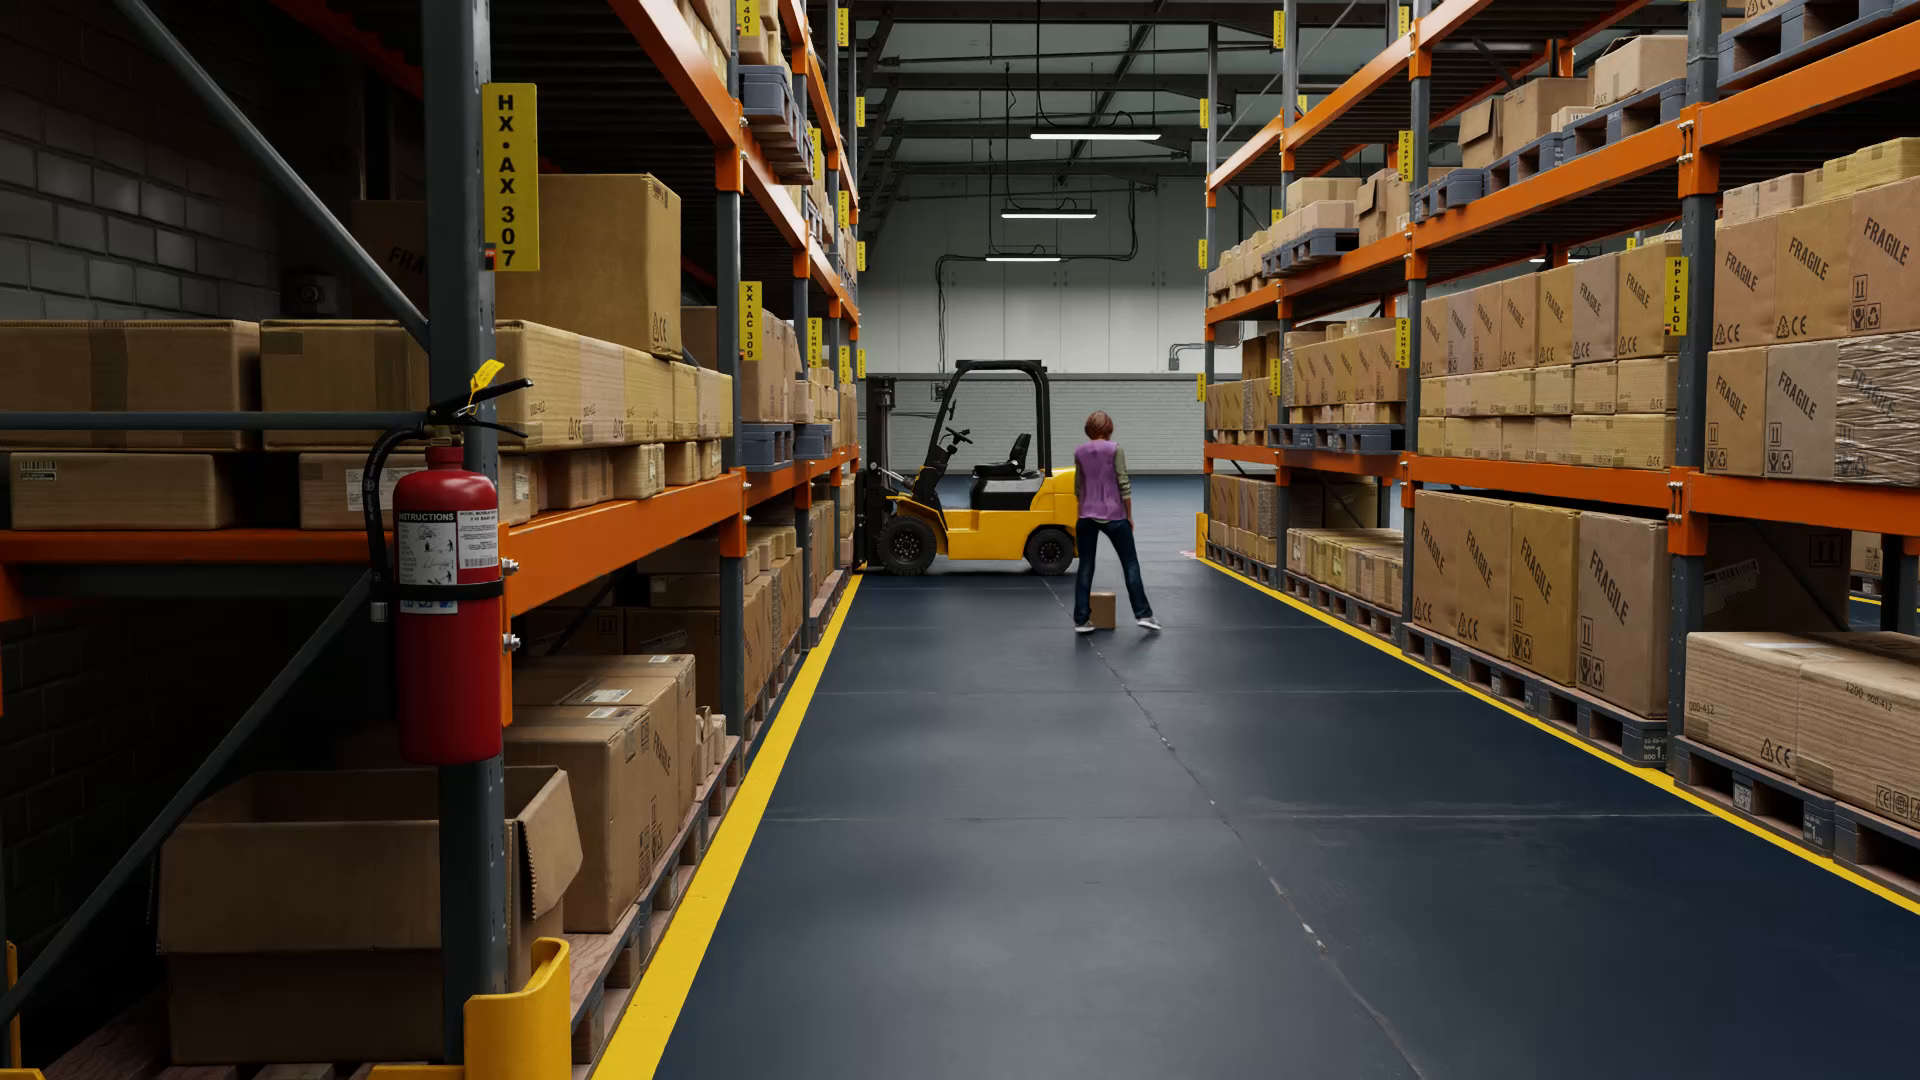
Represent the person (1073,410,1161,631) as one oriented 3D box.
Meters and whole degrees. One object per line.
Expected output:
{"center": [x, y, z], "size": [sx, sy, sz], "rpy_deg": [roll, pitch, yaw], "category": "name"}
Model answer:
{"center": [1.115, -0.124, 11.947], "size": [0.598, 1.576, 0.454], "rpy_deg": [1, 4, 20], "category": "person"}
